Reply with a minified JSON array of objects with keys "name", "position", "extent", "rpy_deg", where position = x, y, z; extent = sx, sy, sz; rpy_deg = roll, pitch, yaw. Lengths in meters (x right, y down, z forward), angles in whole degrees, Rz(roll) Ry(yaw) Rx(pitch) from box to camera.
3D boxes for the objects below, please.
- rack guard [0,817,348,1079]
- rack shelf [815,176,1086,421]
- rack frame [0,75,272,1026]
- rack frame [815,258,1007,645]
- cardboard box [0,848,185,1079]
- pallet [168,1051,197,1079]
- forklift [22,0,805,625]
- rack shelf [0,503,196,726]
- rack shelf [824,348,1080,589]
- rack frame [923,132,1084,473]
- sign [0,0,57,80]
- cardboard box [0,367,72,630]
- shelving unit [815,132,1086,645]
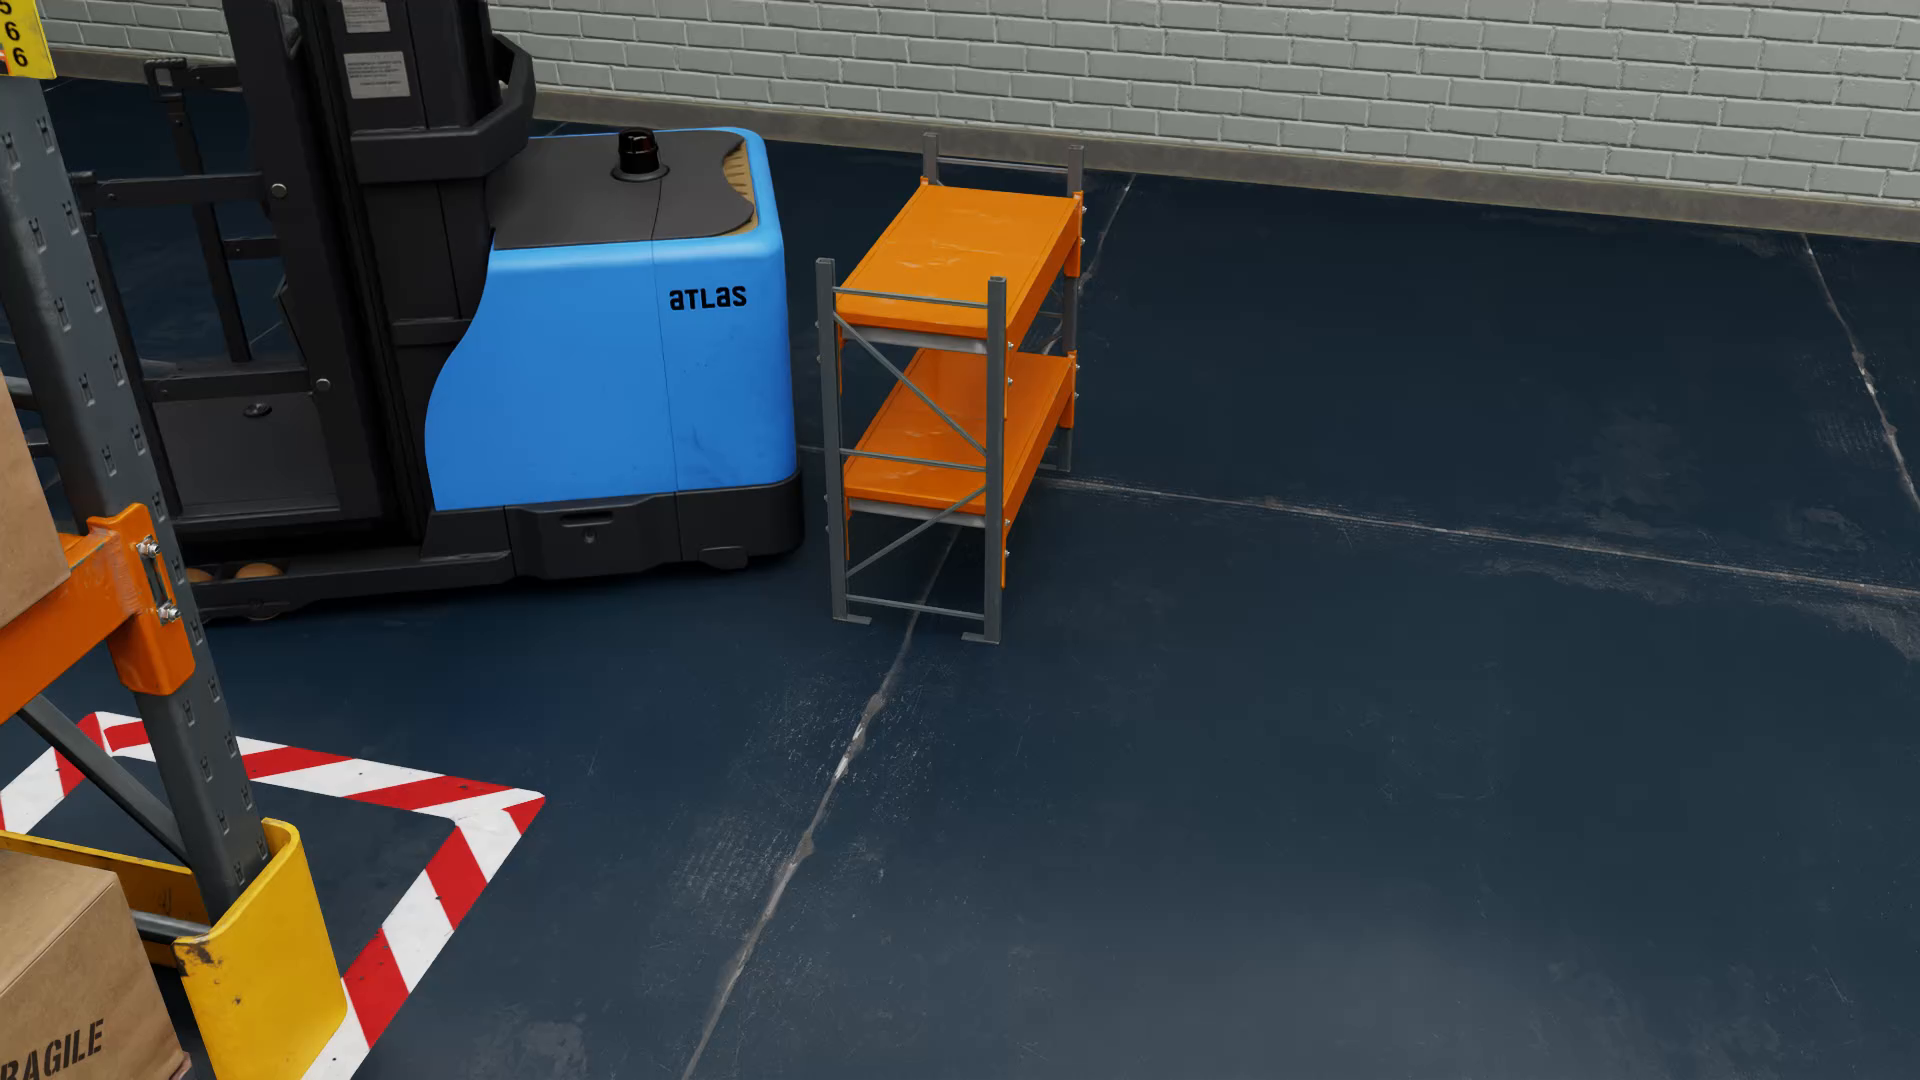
[{"name":"rack guard","position":[-1.932,0.807,3.514],"extent":[1.175,0.500,0.348],"rpy_deg":[8,33,12]},{"name":"rack shelf","position":[0.002,-0.725,4.797],"extent":[0.538,0.278,1.000],"rpy_deg":[8,33,12]},{"name":"rack frame","position":[-1.912,-0.287,2.906],"extent":[1.000,3.000,0.127],"rpy_deg":[8,33,12]},{"name":"rack frame","position":[-0.127,-0.214,4.539],"extent":[0.500,1.125,0.032],"rpy_deg":[8,33,12]},{"name":"cardboard box","position":[-1.812,0.898,2.962],"extent":[0.500,0.500,0.500],"rpy_deg":[8,33,12]},{"name":"pallet","position":[-2.133,1.343,2.941],"extent":[1.003,0.211,1.213],"rpy_deg":[8,33,12]},{"name":"forklift","position":[-2.042,-1.290,4.547],"extent":[3.031,2.935,1.130],"rpy_deg":[-5,33,-8]},{"name":"rack shelf","position":[-2.420,1.054,1.466],"extent":[1.077,0.370,4.000],"rpy_deg":[8,33,12]},{"name":"rack shelf","position":[0.002,-0.272,5.085],"extent":[0.538,0.278,1.000],"rpy_deg":[8,33,12]},{"name":"rack frame","position":[0.131,-0.742,5.369],"extent":[0.500,1.125,0.032],"rpy_deg":[8,33,12]},{"name":"sign","position":[-1.381,-0.823,2.375],"extent":[0.100,0.325,0.005],"rpy_deg":[8,33,12]},{"name":"cardboard box","position":[-1.763,-0.060,2.455],"extent":[0.500,0.500,0.500],"rpy_deg":[9,34,14]},{"name":"shelving unit","position":[0.002,-0.478,4.954],"extent":[0.538,1.125,1.048],"rpy_deg":[8,33,12]}]
